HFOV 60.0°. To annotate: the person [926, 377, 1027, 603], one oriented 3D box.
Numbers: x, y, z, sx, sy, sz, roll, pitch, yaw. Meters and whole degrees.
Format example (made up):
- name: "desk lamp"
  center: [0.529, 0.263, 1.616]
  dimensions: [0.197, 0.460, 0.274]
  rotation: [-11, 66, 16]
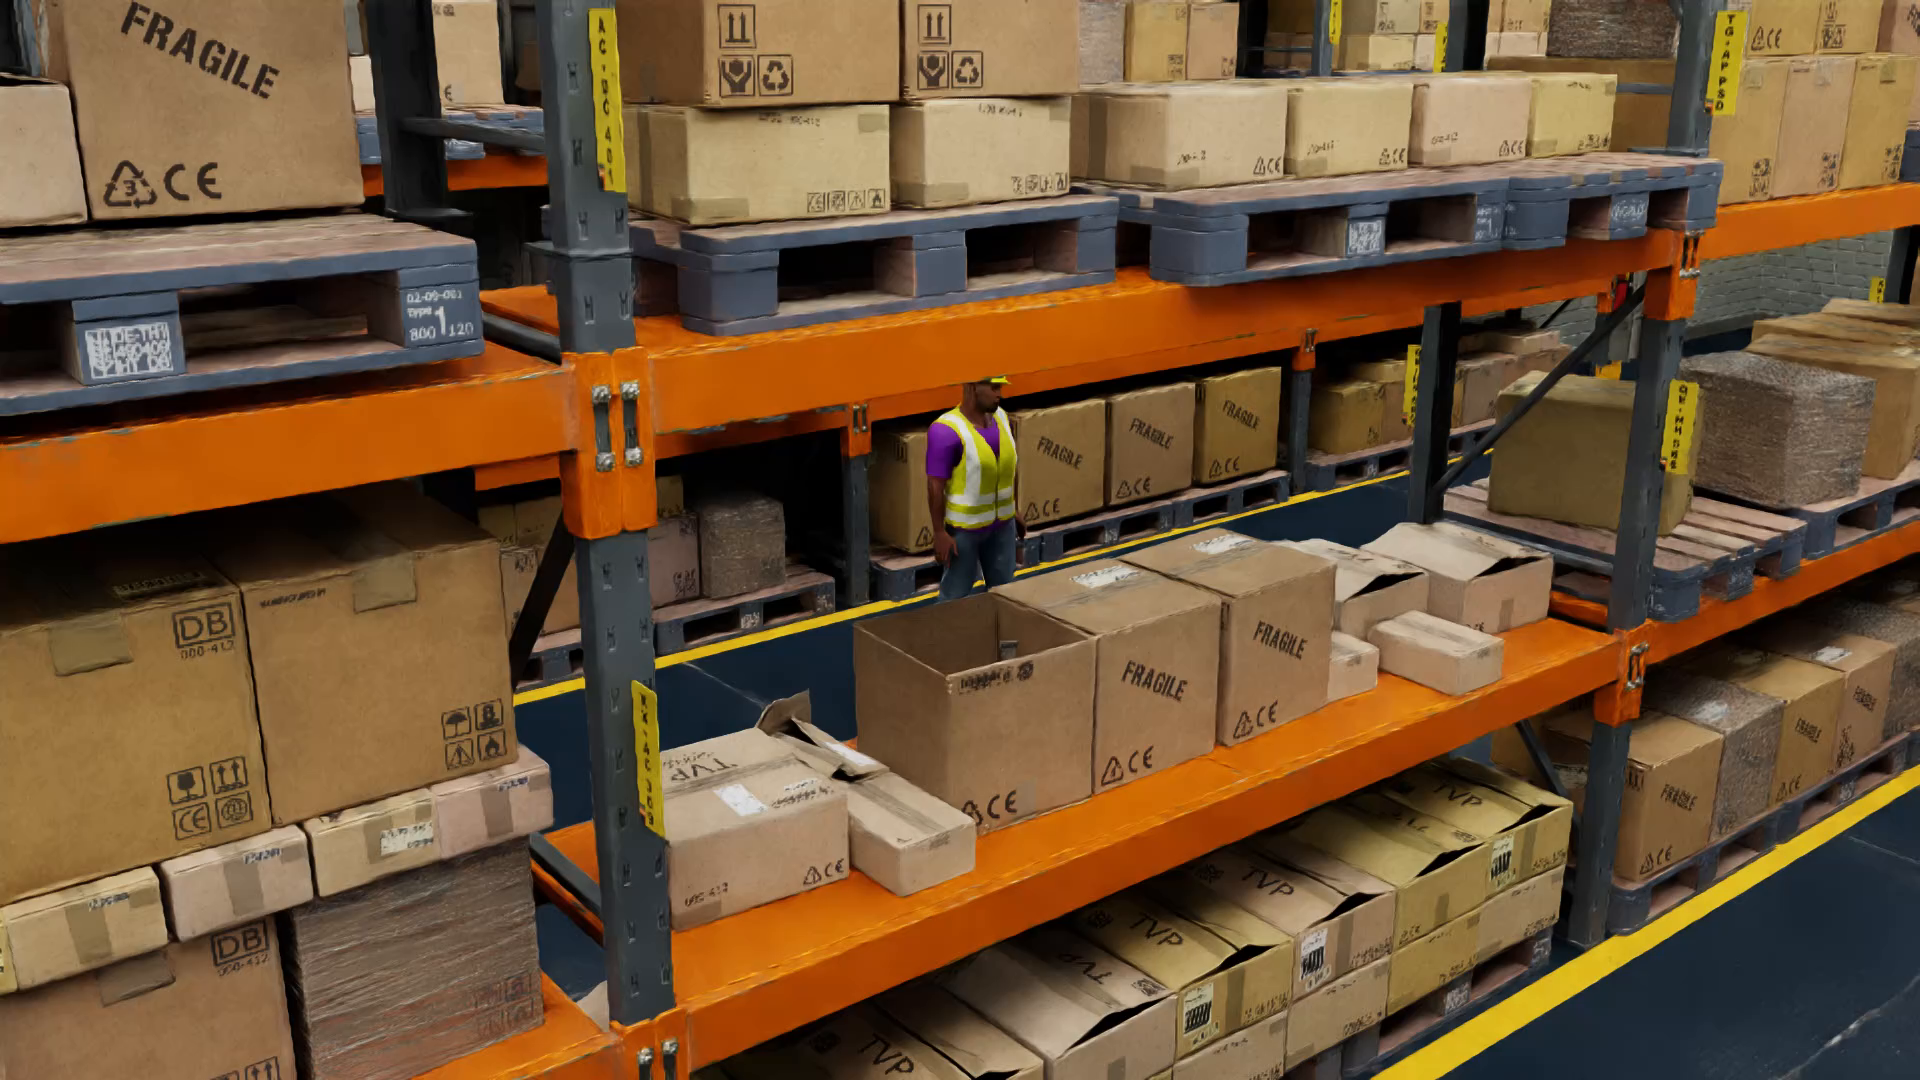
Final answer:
- name: "person"
  center: [0.123, -0.085, 8.716]
  dimensions: [0.651, 1.759, 0.494]
  rotation: [-14, 22, -37]
